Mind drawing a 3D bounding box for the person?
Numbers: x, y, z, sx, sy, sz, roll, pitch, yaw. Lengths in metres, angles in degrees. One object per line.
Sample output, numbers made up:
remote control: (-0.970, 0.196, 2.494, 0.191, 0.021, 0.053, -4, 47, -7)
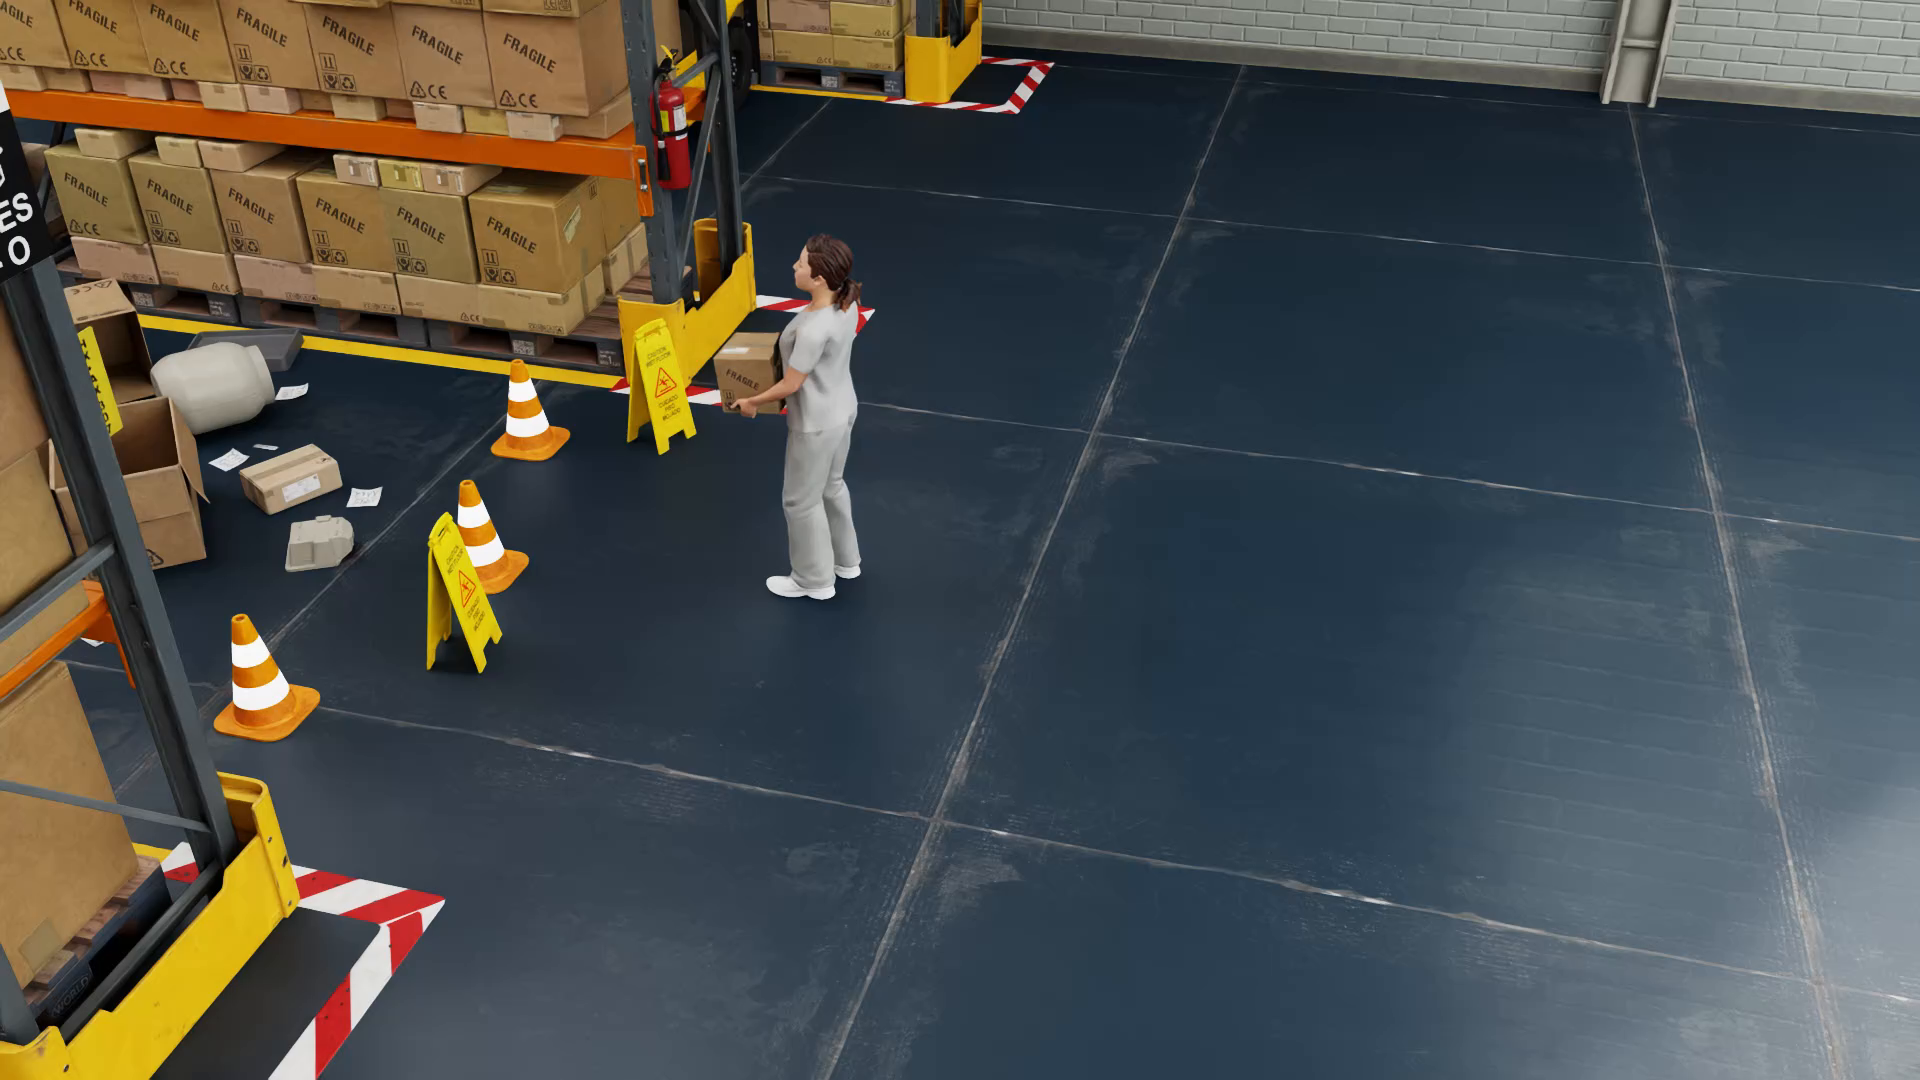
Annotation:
person: (-0.646, -0.502, 6.923, 0.550, 1.664, 0.441, 8, 34, 12)
